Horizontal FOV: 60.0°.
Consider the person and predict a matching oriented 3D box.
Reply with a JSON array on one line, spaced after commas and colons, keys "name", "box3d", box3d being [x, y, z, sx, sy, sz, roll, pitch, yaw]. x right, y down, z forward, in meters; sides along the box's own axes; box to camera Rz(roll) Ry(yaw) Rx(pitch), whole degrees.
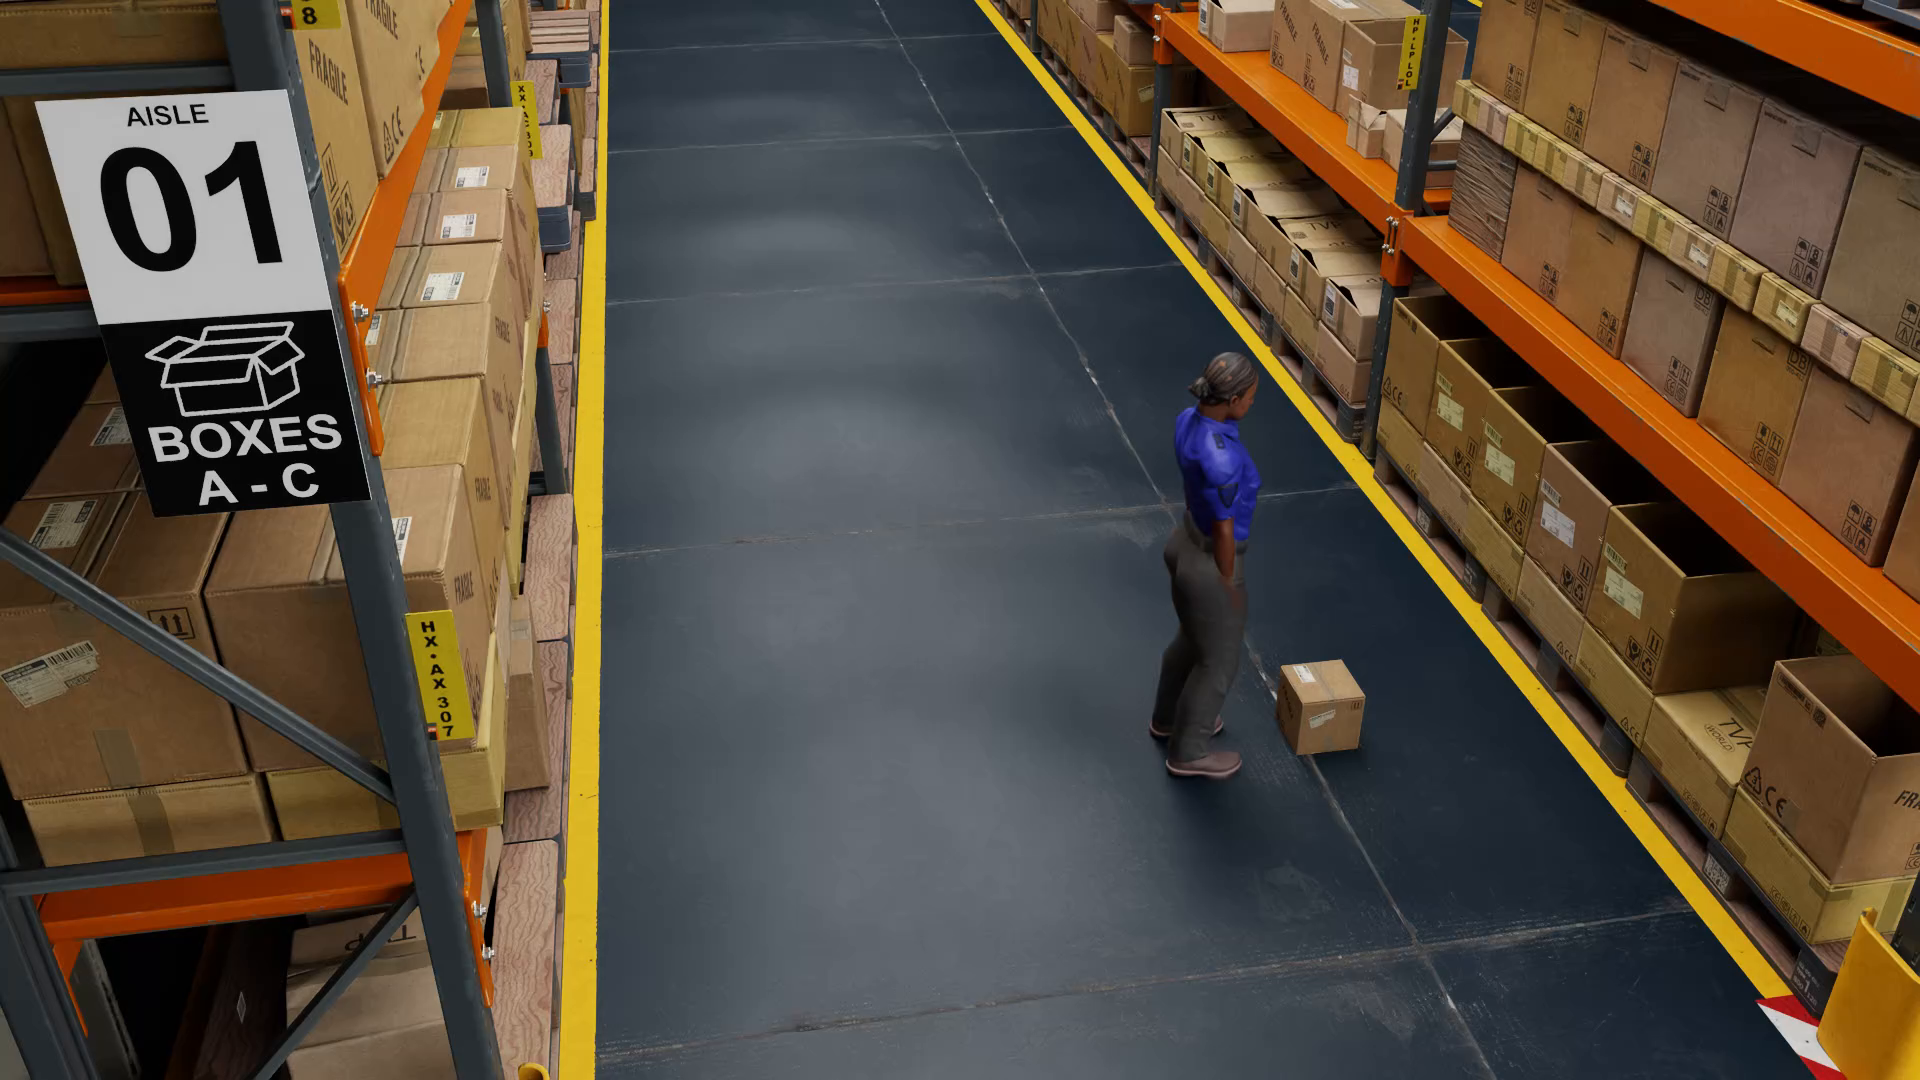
[{"name": "person", "box3d": [0.896, 0.091, 6.011, 0.300, 1.641, 0.440, -5, 31, -8]}]
